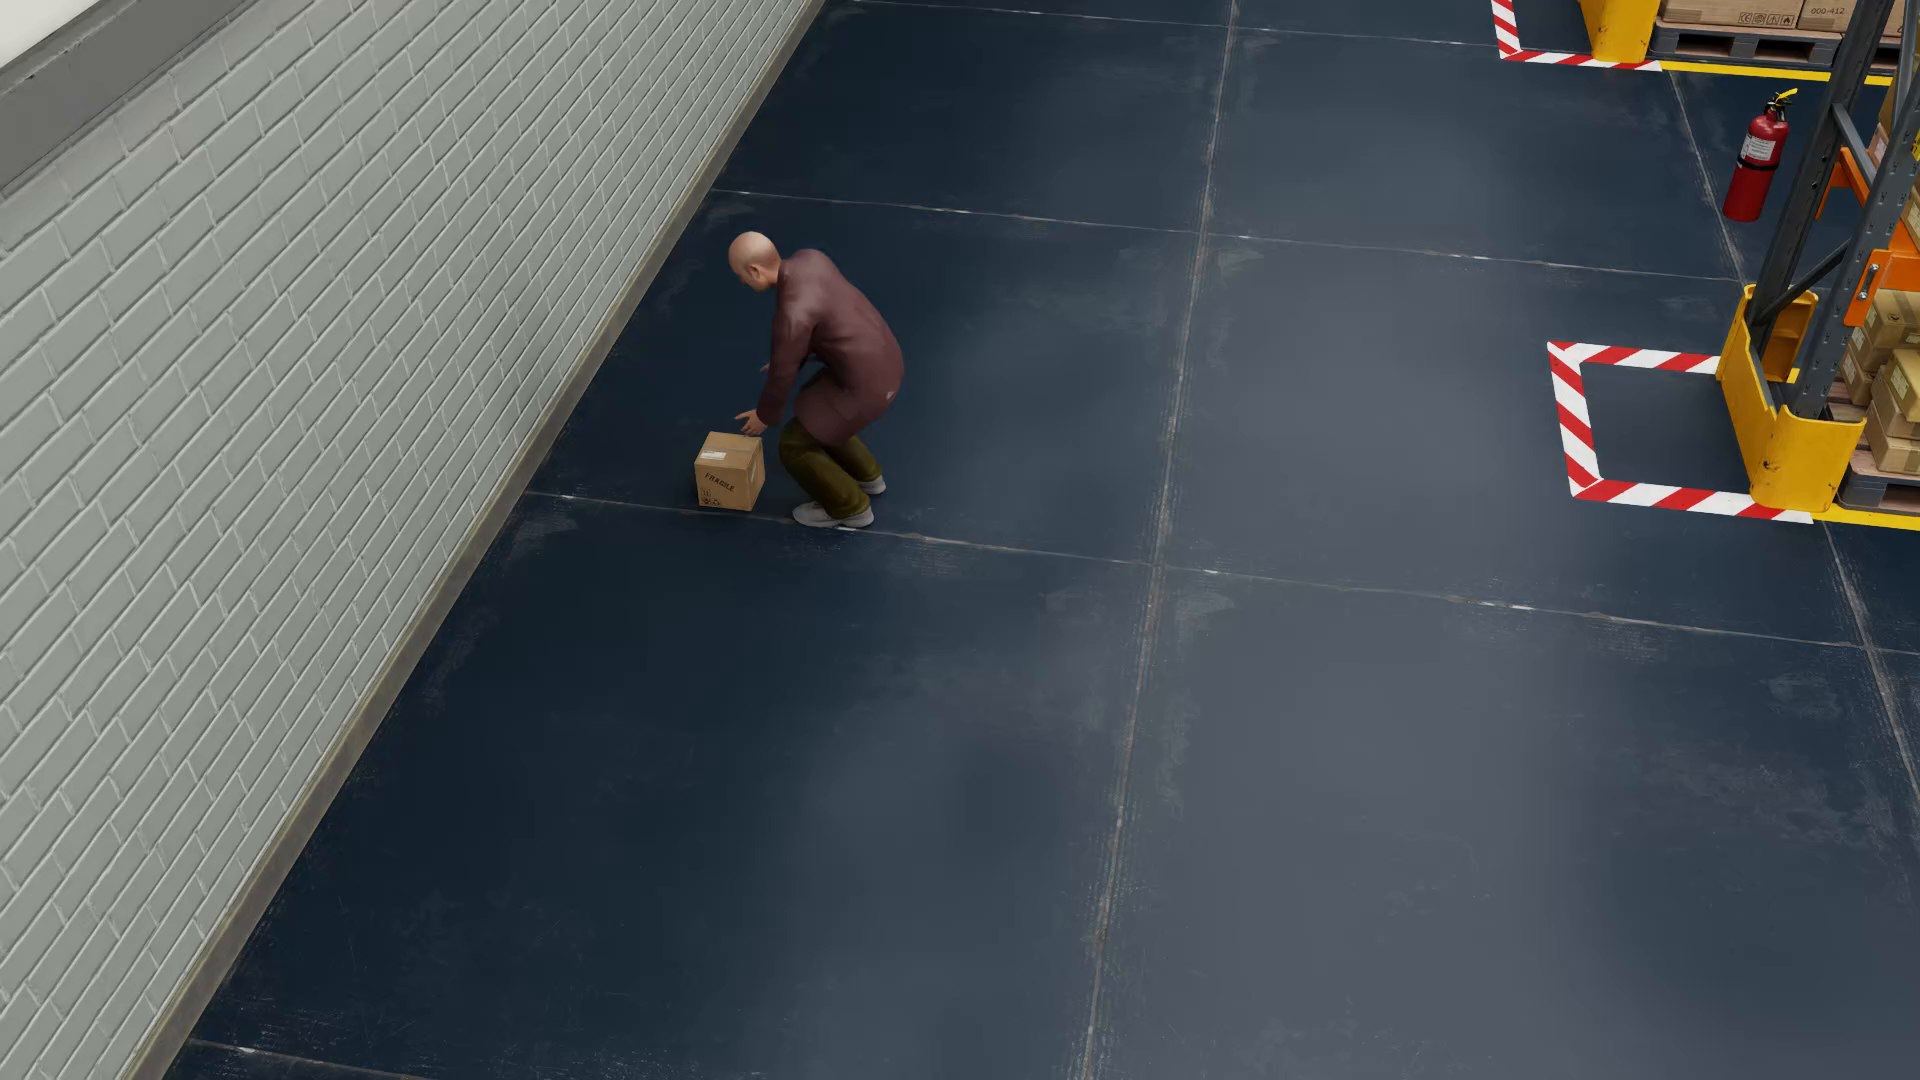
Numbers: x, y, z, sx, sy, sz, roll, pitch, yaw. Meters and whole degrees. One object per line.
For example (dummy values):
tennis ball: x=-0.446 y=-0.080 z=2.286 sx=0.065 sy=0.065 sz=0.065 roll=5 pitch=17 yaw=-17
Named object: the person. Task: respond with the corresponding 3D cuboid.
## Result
person: x=-0.608 y=-0.690 z=7.280 sx=0.719 sy=1.410 sz=0.632 roll=7 pitch=40 yaw=8
